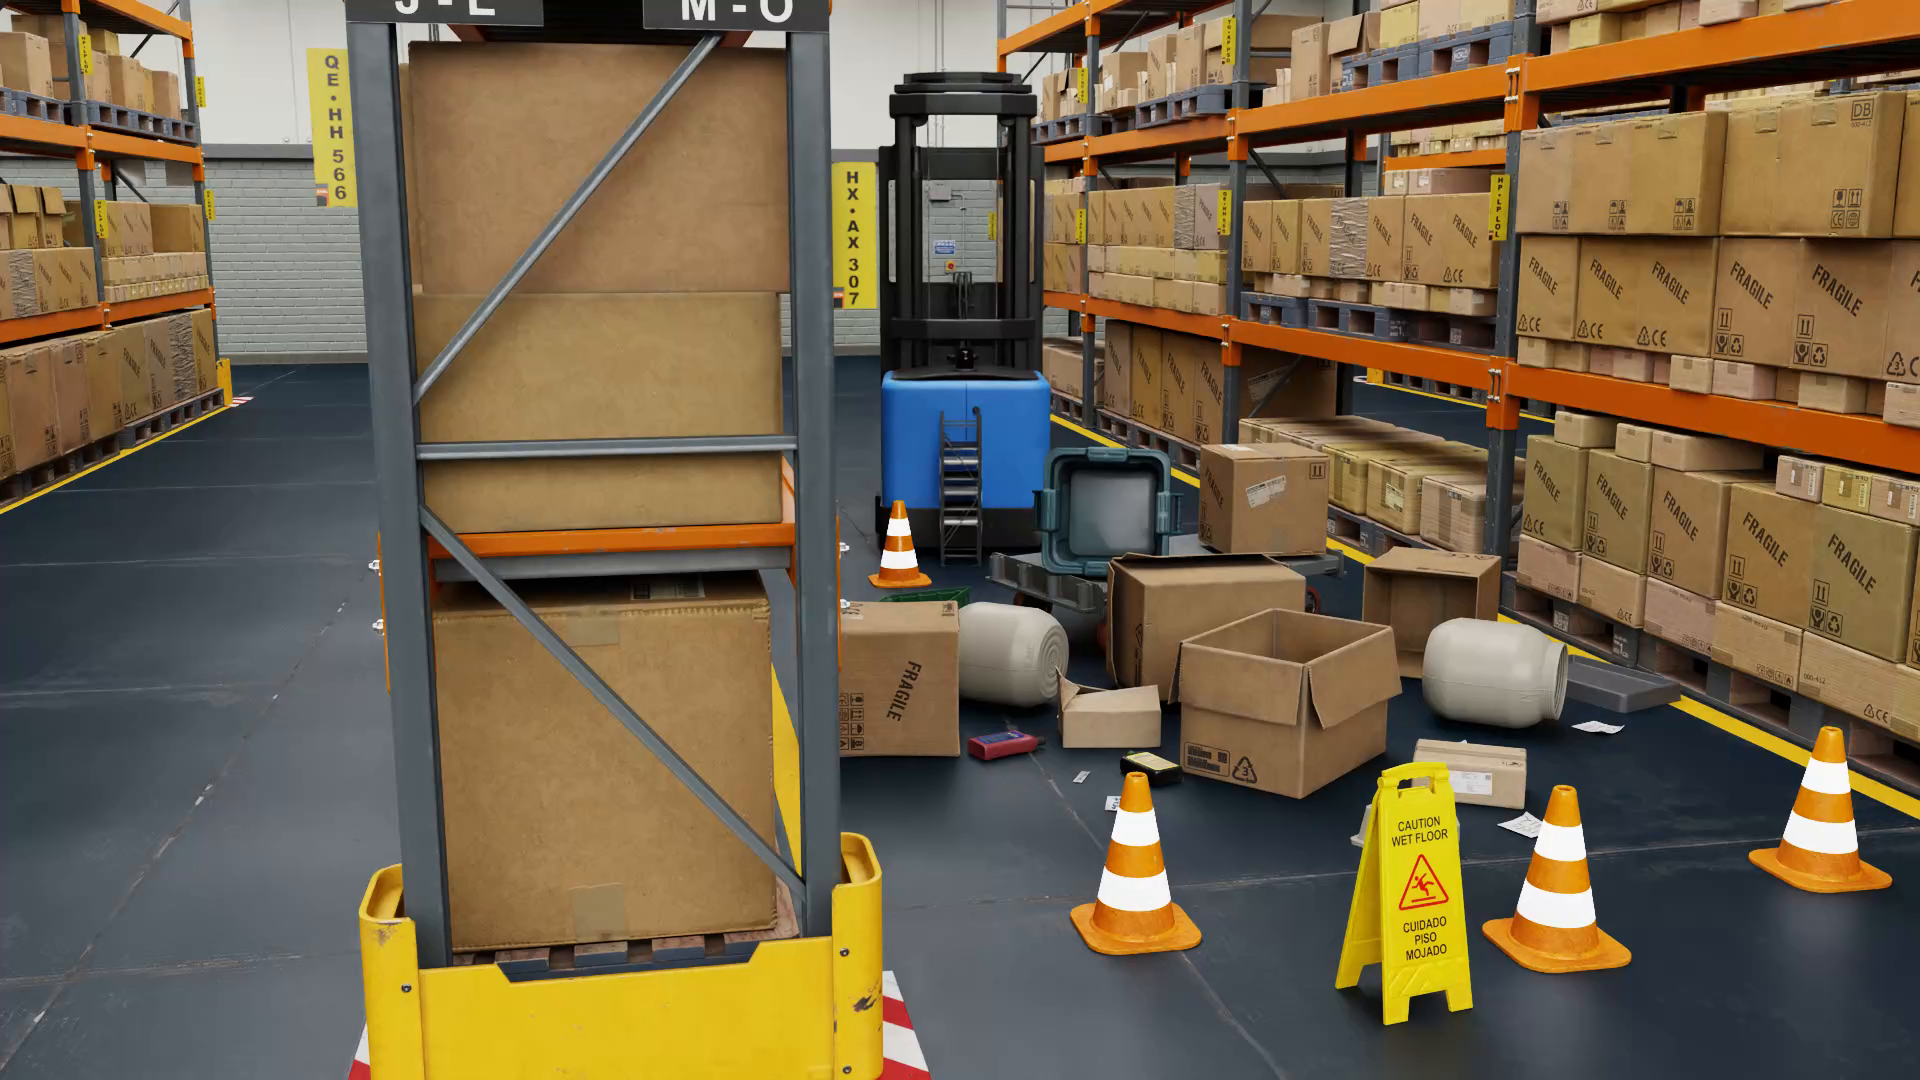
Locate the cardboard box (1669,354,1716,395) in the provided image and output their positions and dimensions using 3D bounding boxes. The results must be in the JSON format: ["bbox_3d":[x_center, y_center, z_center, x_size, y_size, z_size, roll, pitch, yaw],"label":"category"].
[{"bbox_3d":[3.259,-0.707,7.063,0.380,0.149,0.250,-2,11,-11],"label":"cardboard box"}]

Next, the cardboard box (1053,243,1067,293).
[{"bbox_3d":[1.271,-2.821,17.231,0.500,0.500,0.500,-2,11,-12],"label":"cardboard box"}]

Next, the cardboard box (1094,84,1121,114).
[{"bbox_3d":[1.471,-4.112,15.491,0.396,0.266,0.258,-2,11,-12],"label":"cardboard box"}]

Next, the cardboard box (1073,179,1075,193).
[{"bbox_3d":[1.361,-3.605,16.937,0.380,0.149,0.250,-2,11,-11],"label":"cardboard box"}]

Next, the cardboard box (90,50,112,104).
[{"bbox_3d":[-8.315,-4.260,15.377,0.700,0.500,0.500,-2,11,-8],"label":"cardboard box"}]

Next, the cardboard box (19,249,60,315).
[{"bbox_3d":[-7.447,-2.029,13.066,0.500,0.500,0.500,-2,11,-12],"label":"cardboard box"}]

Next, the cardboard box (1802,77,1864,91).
[{"bbox_3d":[7.058,-3.702,13.437,0.380,0.149,0.250,-2,11,-10],"label":"cardboard box"}]

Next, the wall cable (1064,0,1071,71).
[{"bbox_3d":[3.035,-7.456,25.702,2.988,3.039,0.133,-2,11,-11],"label":"wall cable"}]

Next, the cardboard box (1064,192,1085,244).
[{"bbox_3d":[1.355,-3.219,16.646,0.500,0.500,0.500,-2,11,-11],"label":"cardboard box"}]

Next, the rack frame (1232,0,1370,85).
[{"bbox_3d":[2.495,-4.816,11.932,1.000,3.000,0.127,-2,11,-11],"label":"rack frame"}]

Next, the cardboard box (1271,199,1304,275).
[{"bbox_3d":[2.464,-2.084,11.438,0.500,0.500,0.500,-2,11,-8],"label":"cardboard box"}]

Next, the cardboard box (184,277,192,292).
[{"bbox_3d":[-8.241,-2.659,17.317,0.380,0.149,0.250,-2,11,-10],"label":"cardboard box"}]

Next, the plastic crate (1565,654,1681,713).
[{"bbox_3d":[2.774,0.617,7.242,0.402,0.080,0.583,-6,13,-31],"label":"plastic crate"}]

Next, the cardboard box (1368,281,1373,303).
[{"bbox_3d":[2.768,-1.542,10.325,0.380,0.149,0.250,-3,11,-13],"label":"cardboard box"}]

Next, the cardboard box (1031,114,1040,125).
[{"bbox_3d":[0.925,-4.734,18.804,0.380,0.149,0.250,-2,11,-9],"label":"cardboard box"}]

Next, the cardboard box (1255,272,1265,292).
[{"bbox_3d":[2.376,-1.885,12.128,0.380,0.149,0.250,-3,11,-14],"label":"cardboard box"}]

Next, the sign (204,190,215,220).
[{"bbox_3d":[-8.246,-3.678,18.268,0.100,0.325,0.005,-2,11,-11],"label":"sign"}]

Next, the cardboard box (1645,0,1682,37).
[{"bbox_3d":[3.256,-2.280,7.305,0.380,0.149,0.250,-2,11,-9],"label":"cardboard box"}]

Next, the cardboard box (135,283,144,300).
[{"bbox_3d":[-7.891,-2.330,15.586,0.380,0.149,0.250,-2,11,-13],"label":"cardboard box"}]

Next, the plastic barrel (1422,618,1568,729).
[{"bbox_3d":[2.164,0.540,6.726,0.512,0.421,0.421,6,12,28],"label":"plastic barrel"}]

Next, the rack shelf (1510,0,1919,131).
[{"bbox_3d":[3.662,-1.889,6.498,1.077,0.370,4.000,-2,11,-11],"label":"rack shelf"}]

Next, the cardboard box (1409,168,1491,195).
[{"bbox_3d":[2.815,-2.058,9.565,0.380,0.149,0.250,-2,11,-13],"label":"cardboard box"}]

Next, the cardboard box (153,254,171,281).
[{"bbox_3d":[-8.124,-2.687,16.398,0.500,0.250,0.500,-2,11,-11],"label":"cardboard box"}]

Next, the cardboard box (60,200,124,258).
[{"bbox_3d":[-7.846,-2.780,14.880,0.500,0.500,0.500,-2,11,-11],"label":"cardboard box"}]

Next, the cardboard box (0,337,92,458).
[{"bbox_3d":[-7.685,-1.124,13.139,1.225,0.875,0.875,-3,11,-13],"label":"cardboard box"}]

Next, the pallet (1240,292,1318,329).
[{"bbox_3d":[2.738,-1.648,11.844,1.213,0.211,1.003,-2,11,-11],"label":"pallet"}]

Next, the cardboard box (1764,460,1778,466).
[{"bbox_3d":[3.853,-0.074,7.286,0.500,0.500,0.500,-2,11,-8],"label":"cardboard box"}]

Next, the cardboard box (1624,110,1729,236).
[{"bbox_3d":[3.295,-1.545,7.057,0.700,0.500,0.500,-2,11,-12],"label":"cardboard box"}]

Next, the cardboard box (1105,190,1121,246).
[{"bbox_3d":[1.647,-2.959,15.280,0.500,0.500,0.500,-2,11,-11],"label":"cardboard box"}]

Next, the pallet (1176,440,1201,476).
[{"bbox_3d":[2.416,-0.646,13.528,1.003,0.211,1.213,-2,11,-11],"label":"pallet"}]

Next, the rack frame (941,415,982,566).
[{"bbox_3d":[0.007,-0.287,9.797,0.240,0.900,0.006,0,11,-1],"label":"rack frame"}]

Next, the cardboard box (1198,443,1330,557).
[{"bbox_3d":[1.533,-0.209,8.432,0.500,0.500,0.500,-2,11,-11],"label":"cardboard box"}]

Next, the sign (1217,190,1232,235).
[{"bbox_3d":[1.951,-2.417,12.275,0.100,0.325,0.005,-2,11,-11],"label":"sign"}]

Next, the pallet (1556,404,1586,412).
[{"bbox_3d":[6.781,-1.266,16.783,1.003,0.211,1.213,-2,11,-11],"label":"pallet"}]

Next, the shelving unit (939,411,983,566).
[{"bbox_3d":[0.005,-0.306,9.896,0.258,0.900,0.210,0,11,-1],"label":"shelving unit"}]

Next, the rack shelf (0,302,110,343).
[{"bbox_3d":[-7.615,-1.522,12.594,1.077,0.370,4.000,-2,11,-11],"label":"rack shelf"}]

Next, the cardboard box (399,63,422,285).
[{"bbox_3d":[-1.016,-0.974,4.503,0.875,0.550,0.550,-2,11,-11],"label":"cardboard box"}]

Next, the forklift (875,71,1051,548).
[{"bbox_3d":[0.004,-1.608,11.304,1.130,2.935,3.031,0,11,-1],"label":"forklift"}]

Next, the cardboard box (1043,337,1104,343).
[{"bbox_3d":[1.166,-2.166,19.785,0.875,0.438,0.875,-3,11,-13],"label":"cardboard box"}]

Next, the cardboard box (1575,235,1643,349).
[{"bbox_3d":[3.206,-1.148,7.645,0.500,0.500,0.500,-2,11,-11],"label":"cardboard box"}]

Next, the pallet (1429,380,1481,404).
[{"bbox_3d":[6.212,-1.764,19.400,1.003,0.211,1.213,-2,11,-11],"label":"pallet"}]

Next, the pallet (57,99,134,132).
[{"bbox_3d":[-8.152,-3.822,14.972,1.003,0.211,1.213,-2,11,-11],"label":"pallet"}]

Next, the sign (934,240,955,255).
[{"bbox_3d":[-0.240,-4.512,25.655,0.327,0.218,0.001,-2,11,-11],"label":"sign"}]

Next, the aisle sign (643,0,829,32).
[{"bbox_3d":[-0.477,-1.478,3.487,0.394,0.787,0.004,-2,11,-11],"label":"aisle sign"}]

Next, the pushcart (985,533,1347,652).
[{"bbox_3d":[1.046,0.245,8.400,1.648,0.377,0.936,-6,13,-31],"label":"pushcart"}]

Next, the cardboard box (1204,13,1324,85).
[{"bbox_3d":[2.274,-3.663,12.498,0.797,0.503,0.637,-3,11,-15],"label":"cardboard box"}]

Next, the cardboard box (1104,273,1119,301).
[{"bbox_3d":[1.646,-2.344,15.388,0.500,0.250,0.500,-2,11,-12],"label":"cardboard box"}]

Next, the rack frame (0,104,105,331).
[{"bbox_3d":[-8.003,-2.242,14.454,1.000,3.000,0.127,-2,11,-11],"label":"rack frame"}]

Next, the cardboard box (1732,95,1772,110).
[{"bbox_3d":[6.927,-3.627,14.111,0.500,0.250,0.500,-2,11,-11],"label":"cardboard box"}]

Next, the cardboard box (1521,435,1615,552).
[{"bbox_3d":[3.123,-0.241,8.166,0.500,0.500,0.500,-2,11,-8],"label":"cardboard box"}]

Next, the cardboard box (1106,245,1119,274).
[{"bbox_3d":[1.655,-2.589,15.340,0.500,0.250,0.500,-2,11,-10],"label":"cardboard box"}]

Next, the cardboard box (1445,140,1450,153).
[{"bbox_3d":[5.865,-4.565,19.310,0.380,0.149,0.250,-2,11,-12],"label":"cardboard box"}]

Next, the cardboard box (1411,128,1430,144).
[{"bbox_3d":[5.745,-4.879,19.894,0.500,0.250,0.500,-2,11,-10],"label":"cardboard box"}]

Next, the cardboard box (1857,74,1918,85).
[{"bbox_3d":[7.133,-3.589,12.743,0.380,0.166,0.250,-2,11,-11],"label":"cardboard box"}]

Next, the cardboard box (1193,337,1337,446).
[{"bbox_3d":[2.442,-1.161,13.334,0.875,0.875,0.875,-2,11,-12],"label":"cardboard box"}]

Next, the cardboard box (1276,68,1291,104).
[{"bbox_3d":[2.439,-3.166,11.643,0.396,0.266,0.258,-2,11,-11],"label":"cardboard box"}]

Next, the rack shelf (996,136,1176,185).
[{"bbox_3d":[1.328,-4.089,18.061,1.077,0.370,4.000,-2,11,-11],"label":"rack shelf"}]

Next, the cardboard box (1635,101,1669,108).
[{"bbox_3d":[6.495,-4.086,15.399,0.380,0.149,0.250,-2,11,-10],"label":"cardboard box"}]
